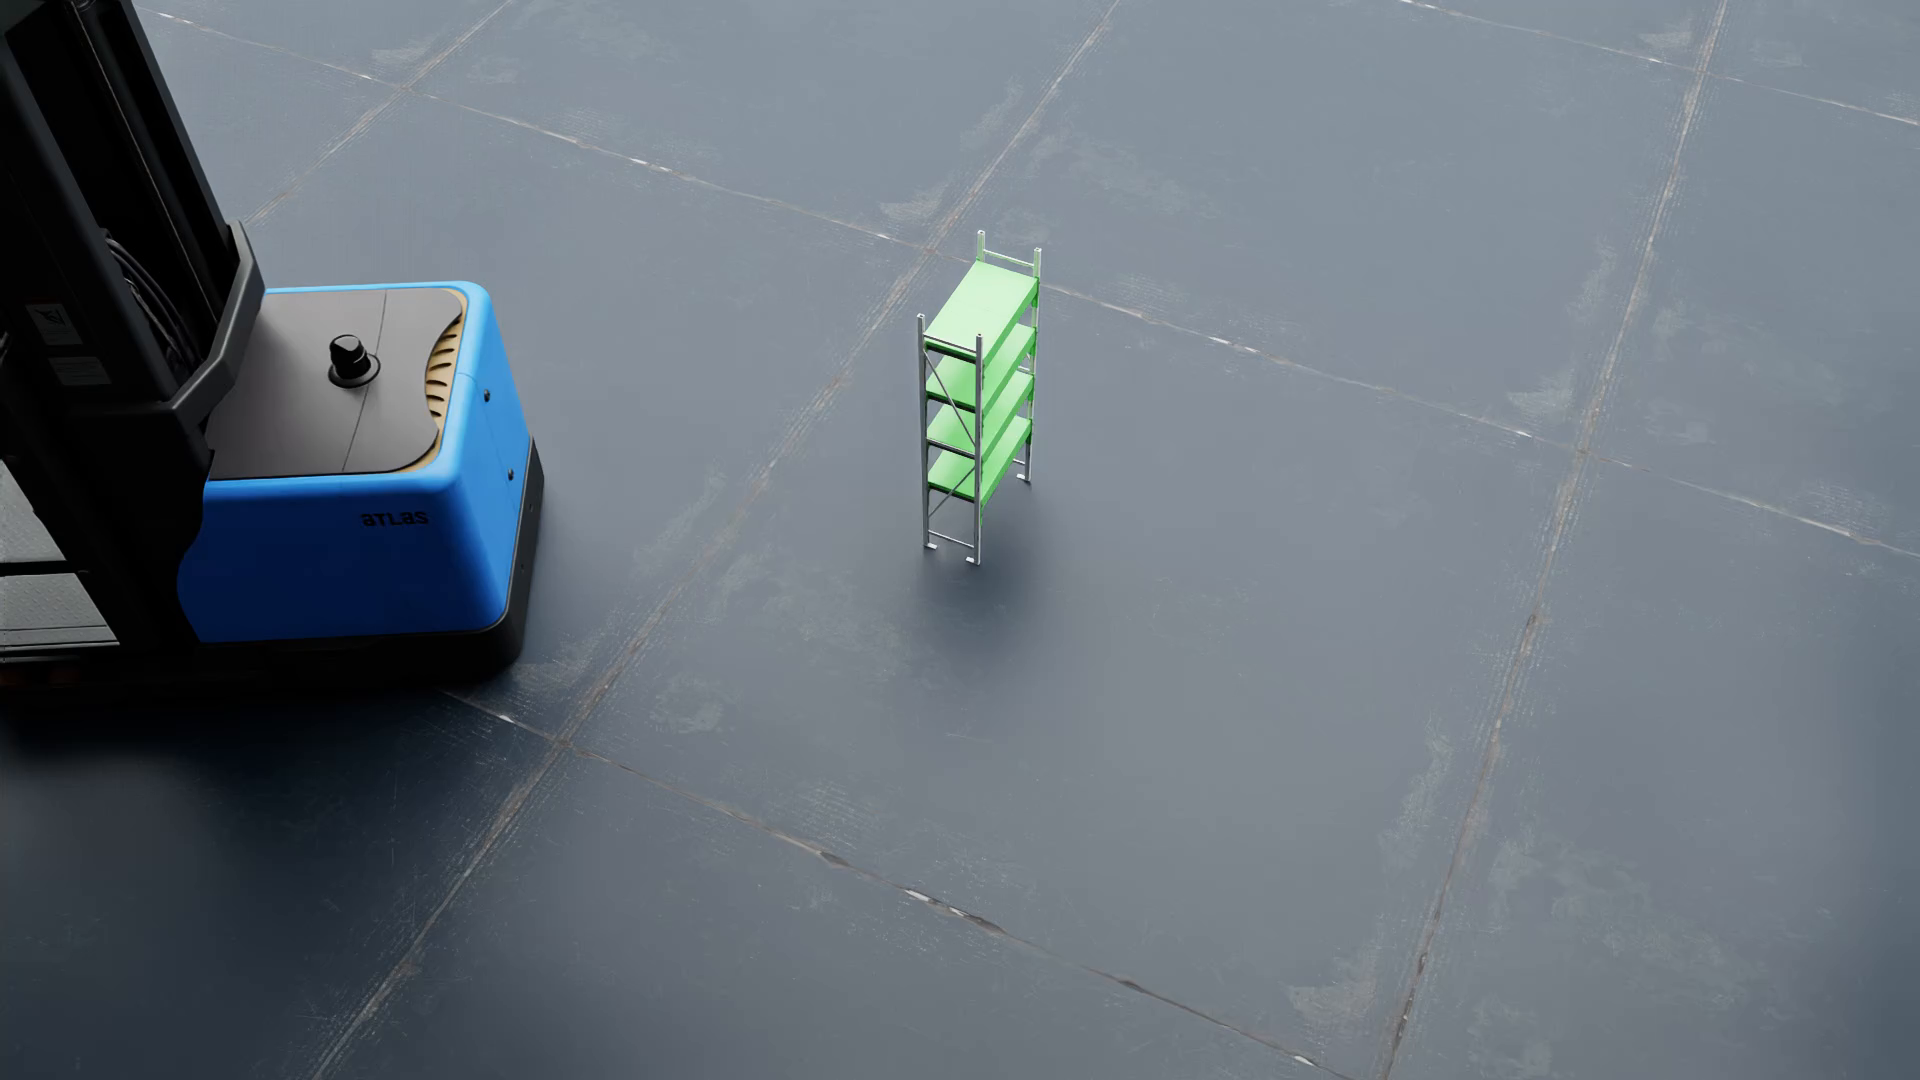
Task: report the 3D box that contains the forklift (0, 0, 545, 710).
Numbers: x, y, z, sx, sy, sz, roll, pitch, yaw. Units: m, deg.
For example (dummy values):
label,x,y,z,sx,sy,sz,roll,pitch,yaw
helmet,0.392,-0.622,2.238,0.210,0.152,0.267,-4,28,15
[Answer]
label,x,y,z,sx,sy,sz,roll,pitch,yaw
forklift,-3.153,-0.752,5.281,3.031,2.935,1.130,-3,50,-2

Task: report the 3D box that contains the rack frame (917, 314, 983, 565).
label,x,y,z,sx,sy,sz,roll,pitch,yaw
rack frame,-0.034,-0.335,6.062,0.240,1.200,0.015,20,52,16

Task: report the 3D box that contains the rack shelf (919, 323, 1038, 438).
label,x,y,z,sx,sy,sz,roll,pitch,yaw
rack shelf,0.071,-0.617,6.071,0.258,0.148,0.480,20,52,16

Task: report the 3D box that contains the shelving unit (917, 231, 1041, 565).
label,x,y,z,sx,sy,sz,roll,pitch,yaw
shelving unit,0.071,-0.503,6.205,0.258,1.200,0.503,20,52,16

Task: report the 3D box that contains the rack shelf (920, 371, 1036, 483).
label,x,y,z,sx,sy,sz,roll,pitch,yaw
rack shelf,0.071,-0.461,6.254,0.258,0.148,0.480,20,52,16

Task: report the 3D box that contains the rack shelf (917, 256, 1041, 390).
label,x,y,z,sx,sy,sz,roll,pitch,yaw
rack shelf,0.071,-0.772,5.888,0.258,0.148,0.480,20,52,16

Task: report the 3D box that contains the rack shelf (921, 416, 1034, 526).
label,x,y,z,sx,sy,sz,roll,pitch,yaw
rack shelf,0.071,-0.306,6.437,0.258,0.148,0.480,20,52,16

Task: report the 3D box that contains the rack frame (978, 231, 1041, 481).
label,x,y,z,sx,sy,sz,roll,pitch,yaw
rack frame,0.175,-0.671,6.348,0.240,1.200,0.015,20,52,16
